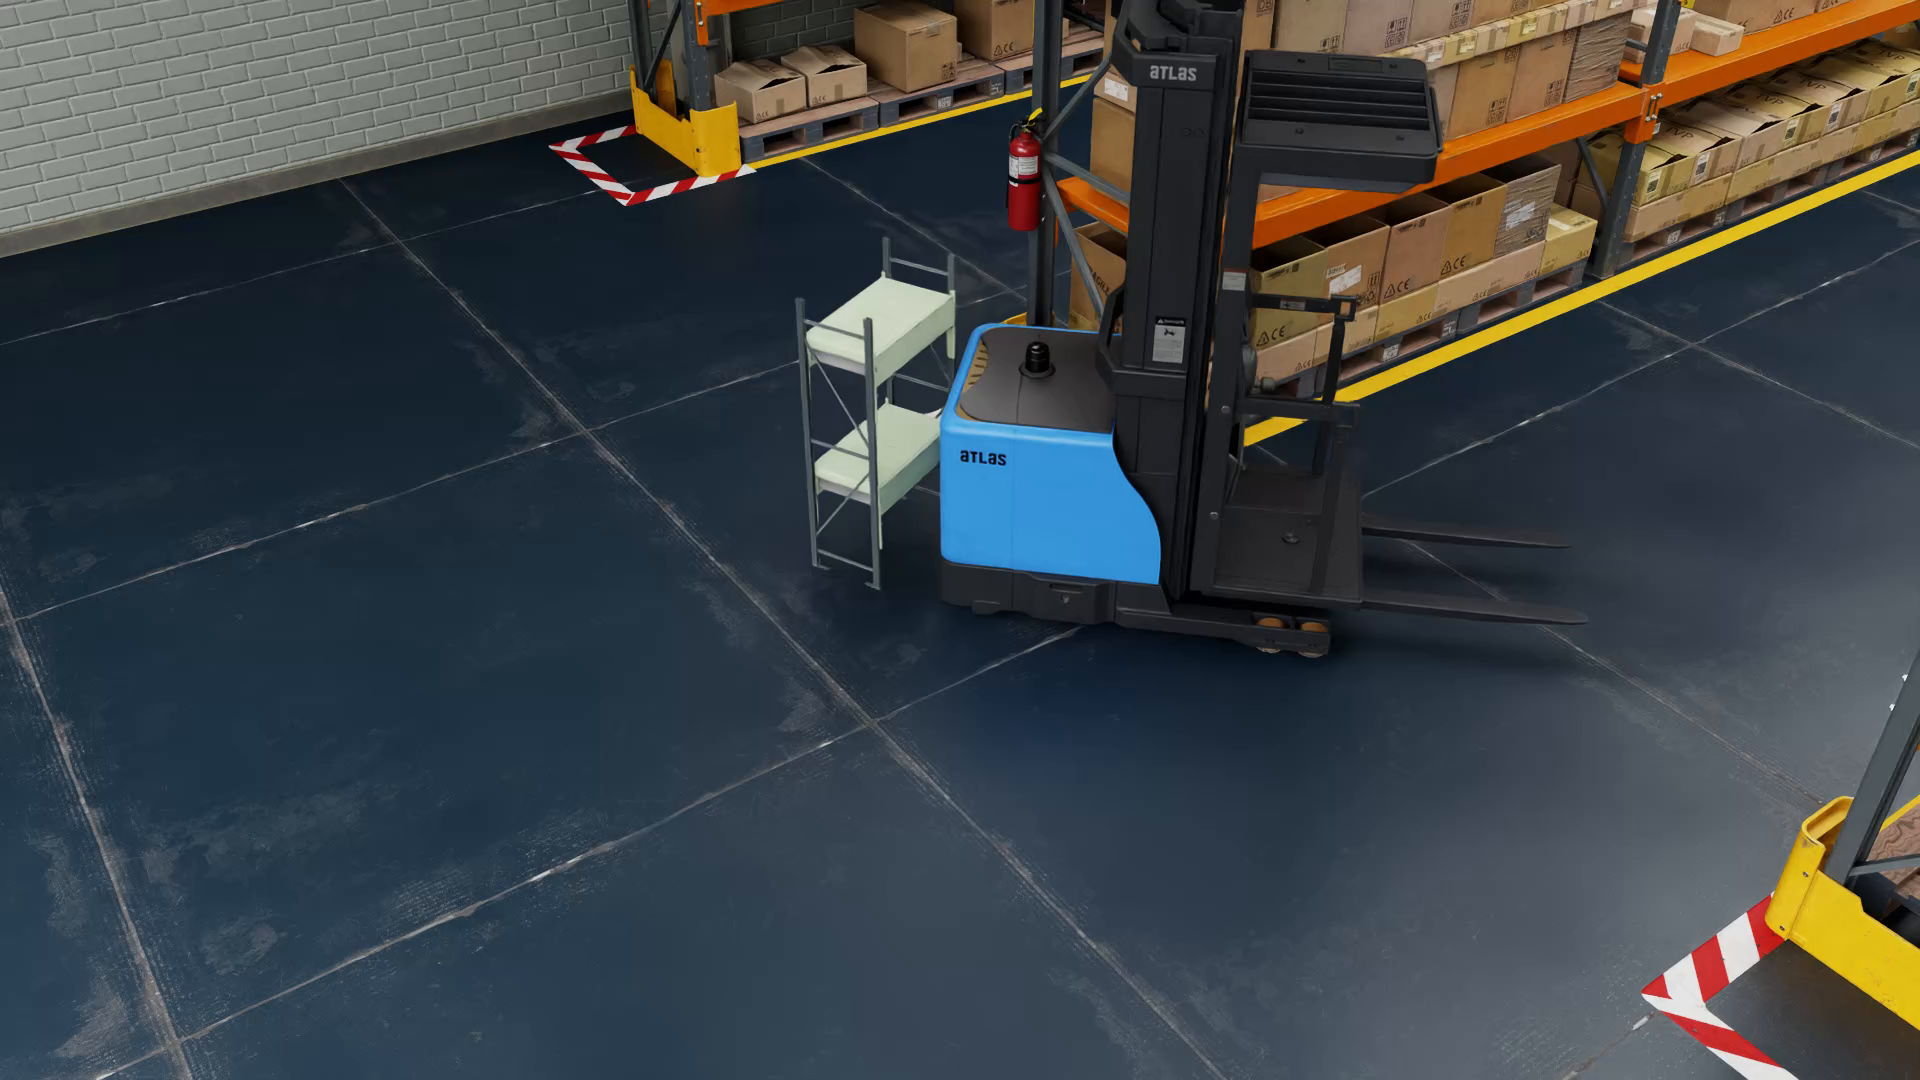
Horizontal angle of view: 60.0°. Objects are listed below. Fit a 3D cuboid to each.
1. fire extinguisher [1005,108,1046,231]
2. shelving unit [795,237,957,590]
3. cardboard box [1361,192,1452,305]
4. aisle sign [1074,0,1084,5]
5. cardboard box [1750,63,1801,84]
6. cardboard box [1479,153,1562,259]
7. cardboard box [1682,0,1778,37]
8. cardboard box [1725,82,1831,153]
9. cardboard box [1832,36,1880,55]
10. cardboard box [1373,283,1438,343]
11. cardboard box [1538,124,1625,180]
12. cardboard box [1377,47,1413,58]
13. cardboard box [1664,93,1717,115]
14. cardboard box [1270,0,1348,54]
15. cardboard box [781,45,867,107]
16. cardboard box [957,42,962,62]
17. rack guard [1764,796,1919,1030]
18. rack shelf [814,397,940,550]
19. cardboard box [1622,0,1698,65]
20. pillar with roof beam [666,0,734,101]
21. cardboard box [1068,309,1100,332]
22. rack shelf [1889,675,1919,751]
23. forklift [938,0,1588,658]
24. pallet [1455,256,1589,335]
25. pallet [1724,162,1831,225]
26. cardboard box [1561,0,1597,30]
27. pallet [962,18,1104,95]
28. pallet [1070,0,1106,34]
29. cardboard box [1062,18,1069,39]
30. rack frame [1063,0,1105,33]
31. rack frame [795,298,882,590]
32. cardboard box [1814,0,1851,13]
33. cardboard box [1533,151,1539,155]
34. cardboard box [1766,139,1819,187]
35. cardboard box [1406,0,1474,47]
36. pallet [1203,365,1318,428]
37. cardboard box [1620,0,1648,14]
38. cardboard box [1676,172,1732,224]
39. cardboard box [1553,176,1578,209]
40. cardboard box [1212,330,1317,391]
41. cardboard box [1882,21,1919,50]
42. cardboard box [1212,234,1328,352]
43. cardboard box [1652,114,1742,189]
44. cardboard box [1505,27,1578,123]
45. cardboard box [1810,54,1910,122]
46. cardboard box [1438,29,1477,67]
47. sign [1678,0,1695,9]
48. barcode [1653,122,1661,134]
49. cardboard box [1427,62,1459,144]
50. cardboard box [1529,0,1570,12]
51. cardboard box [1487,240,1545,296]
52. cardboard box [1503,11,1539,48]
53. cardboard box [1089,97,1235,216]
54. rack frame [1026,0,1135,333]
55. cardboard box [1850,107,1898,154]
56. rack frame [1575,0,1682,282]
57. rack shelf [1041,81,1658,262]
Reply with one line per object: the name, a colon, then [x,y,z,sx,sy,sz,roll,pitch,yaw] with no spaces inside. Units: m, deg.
fire extinguisher: [0.345,-1.981,8.815,0.183,0.674,0.296,-22,41,-28]
shelving unit: [-0.381,-0.608,8.125,0.431,1.500,0.755,19,40,24]
cardboard box: [2.503,-1.767,9.804,0.500,0.500,0.500,-22,41,-28]
aisle sign: [0.486,-3.004,7.945,0.004,0.787,0.394,-22,41,-28]
cardboard box: [5.808,-3.416,12.259,0.500,0.311,0.500,-24,42,-29]
cardboard box: [3.310,-2.112,10.284,0.500,0.500,0.500,-22,41,-28]
cardboard box: [5.046,-3.644,10.976,0.500,0.500,0.500,-19,40,-25]
cardboard box: [5.716,-2.996,11.675,0.500,0.311,0.500,-21,41,-27]
cardboard box: [6.651,-3.767,12.747,0.500,0.311,0.500,-21,41,-26]
cardboard box: [2.502,-1.463,10.023,0.500,0.250,0.500,-22,41,-28]
cardboard box: [4.144,-2.731,11.306,0.500,0.311,0.500,-22,41,-28]
cardboard box: [2.205,-2.598,8.965,0.250,0.149,0.380,-23,42,-28]
cardboard box: [4.975,-3.076,11.786,0.500,0.311,0.500,-22,41,-28]
cardboard box: [1.568,-2.746,8.616,0.500,0.500,0.700,-24,42,-29]
cardboard box: [-1.065,-3.662,13.012,0.500,0.311,0.500,-19,40,-24]
cardboard box: [-0.197,-4.032,13.665,0.250,0.149,0.380,-26,43,-31]
rack guard: [3.594,1.502,6.047,0.348,0.500,1.175,-22,41,-28]
rack shelf: [-0.381,-0.344,8.315,0.431,0.370,0.720,19,40,24]
cardboard box: [4.356,-3.302,10.713,0.500,0.250,0.500,-20,40,-25]
pillar with roof beam: [0.406,-5.223,8.118,0.400,9.000,9.100,-22,41,-28]
cardboard box: [0.977,-1.206,9.667,0.500,0.250,0.500,-22,41,-28]
rack shelf: [5.194,0.154,6.396,4.000,0.370,1.077,-22,41,-28]
forklift: [1.460,-0.976,7.411,3.031,2.935,1.130,6,36,8]
pallet: [3.304,-1.796,10.880,1.213,0.211,1.003,-22,41,-28]
pallet: [5.556,-2.723,12.169,1.213,0.211,1.003,-22,41,-28]
cardboard box: [3.464,-3.115,9.684,0.250,0.149,0.380,-24,42,-29]
pallet: [0.593,-4.164,14.172,1.213,0.211,1.003,-22,41,-28]
pallet: [1.757,-4.669,14.875,1.213,0.211,1.003,-22,41,-28]
cardboard box: [0.702,-4.373,14.124,0.250,0.166,0.380,-28,44,-33]
rack frame: [1.122,-5.539,13.696,0.127,3.000,1.000,-22,41,-28]
rack frame: [-0.566,-0.424,7.868,0.400,1.500,0.023,19,40,24]
cardboard box: [5.886,-3.990,11.456,0.500,0.500,0.500,-25,42,-30]
cardboard box: [3.419,-2.528,10.862,0.500,0.500,0.500,-22,41,-28]
cardboard box: [5.707,-2.765,11.834,0.500,0.250,0.500,-22,41,-27]
cardboard box: [2.389,-3.085,9.086,0.500,0.500,0.700,-22,41,-28]
pallet: [1.310,-0.976,9.739,1.213,0.211,1.003,-22,41,-28]
cardboard box: [3.879,-3.286,9.922,0.250,0.149,0.380,-22,41,-28]
cardboard box: [4.869,-2.419,11.353,0.500,0.250,0.500,-21,41,-27]
cardboard box: [4.150,-2.508,11.477,0.500,0.250,0.500,-23,42,-28]
cardboard box: [1.682,-1.129,9.559,0.500,0.250,0.500,-22,41,-28]
cardboard box: [7.877,-4.112,13.476,0.500,0.500,0.500,-21,41,-26]
cardboard box: [1.683,-1.433,9.339,0.500,0.500,0.500,-22,41,-28]
cardboard box: [4.872,-2.644,11.185,0.500,0.311,0.500,-23,42,-28]
cardboard box: [3.192,-2.884,9.918,0.500,0.500,0.700,-23,42,-28]
cardboard box: [6.541,-3.332,12.142,0.500,0.311,0.500,-23,42,-29]
cardboard box: [2.625,-2.769,9.203,0.250,0.149,0.380,-21,41,-26]
sign: [4.299,-3.295,9.767,0.005,0.325,0.100,-22,41,-28]
barcode: [4.427,-2.617,10.574,0.075,0.075,0.001,-22,41,-28]
cardboard box: [2.362,-2.544,9.446,0.500,0.500,0.700,-21,41,-27]
cardboard box: [3.207,-3.420,9.553,0.500,0.500,0.700,-22,41,-28]
cardboard box: [3.311,-1.806,10.501,0.500,0.250,0.500,-22,41,-28]
cardboard box: [3.047,-2.945,9.448,0.250,0.149,0.380,-23,41,-28]
cardboard box: [1.098,-2.022,8.720,0.500,0.500,0.700,-22,41,-28]
rack frame: [0.709,-1.831,8.540,0.127,3.000,1.000,-22,41,-28]
cardboard box: [6.539,-3.107,12.310,0.500,0.250,0.500,-23,42,-28]
rack frame: [3.978,-3.176,10.410,0.127,3.000,1.000,-22,41,-28]
rack shelf: [2.344,-2.211,9.685,4.000,0.370,1.077,-22,41,-28]
